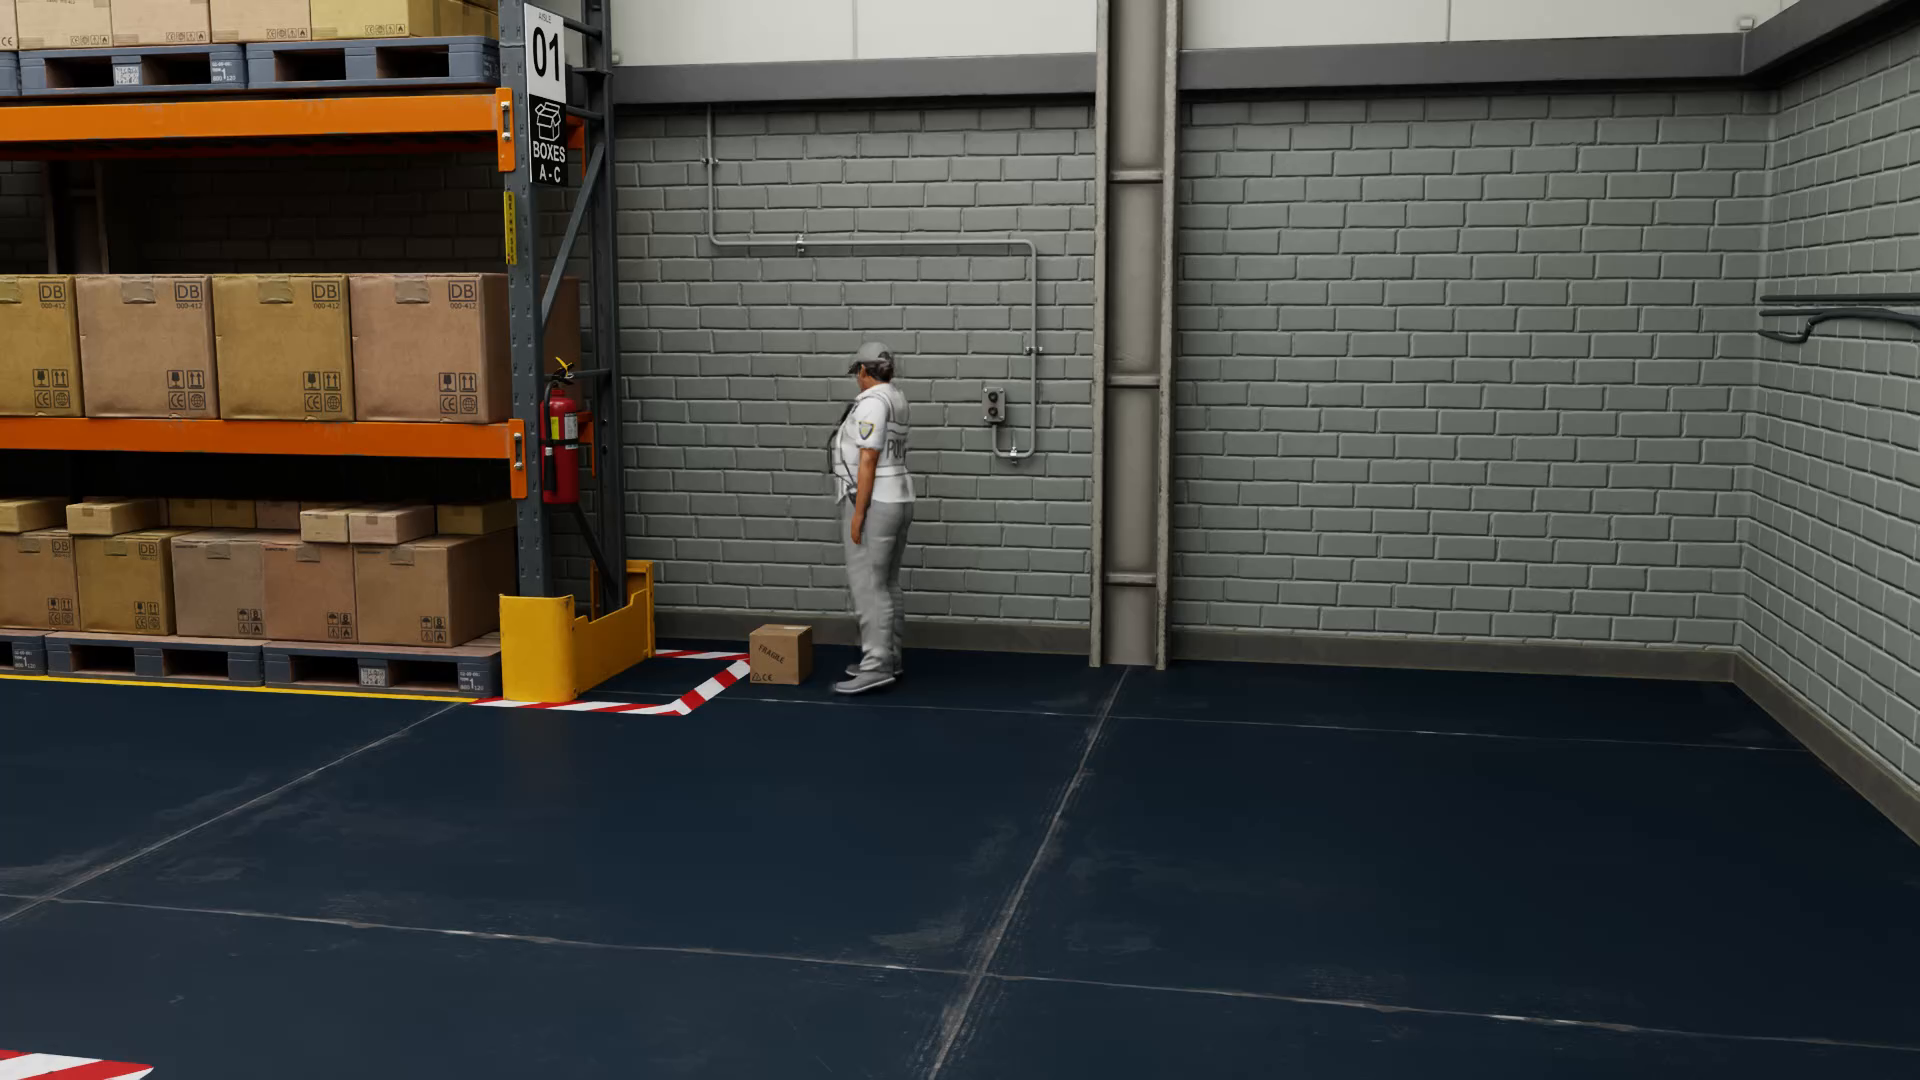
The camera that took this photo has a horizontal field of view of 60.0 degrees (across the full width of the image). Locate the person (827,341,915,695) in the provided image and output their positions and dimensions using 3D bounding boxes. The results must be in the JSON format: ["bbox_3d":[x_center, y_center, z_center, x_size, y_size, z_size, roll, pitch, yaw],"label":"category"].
[{"bbox_3d":[-0.424,-0.123,8.105,0.389,1.678,0.587,2,8,12],"label":"person"}]
